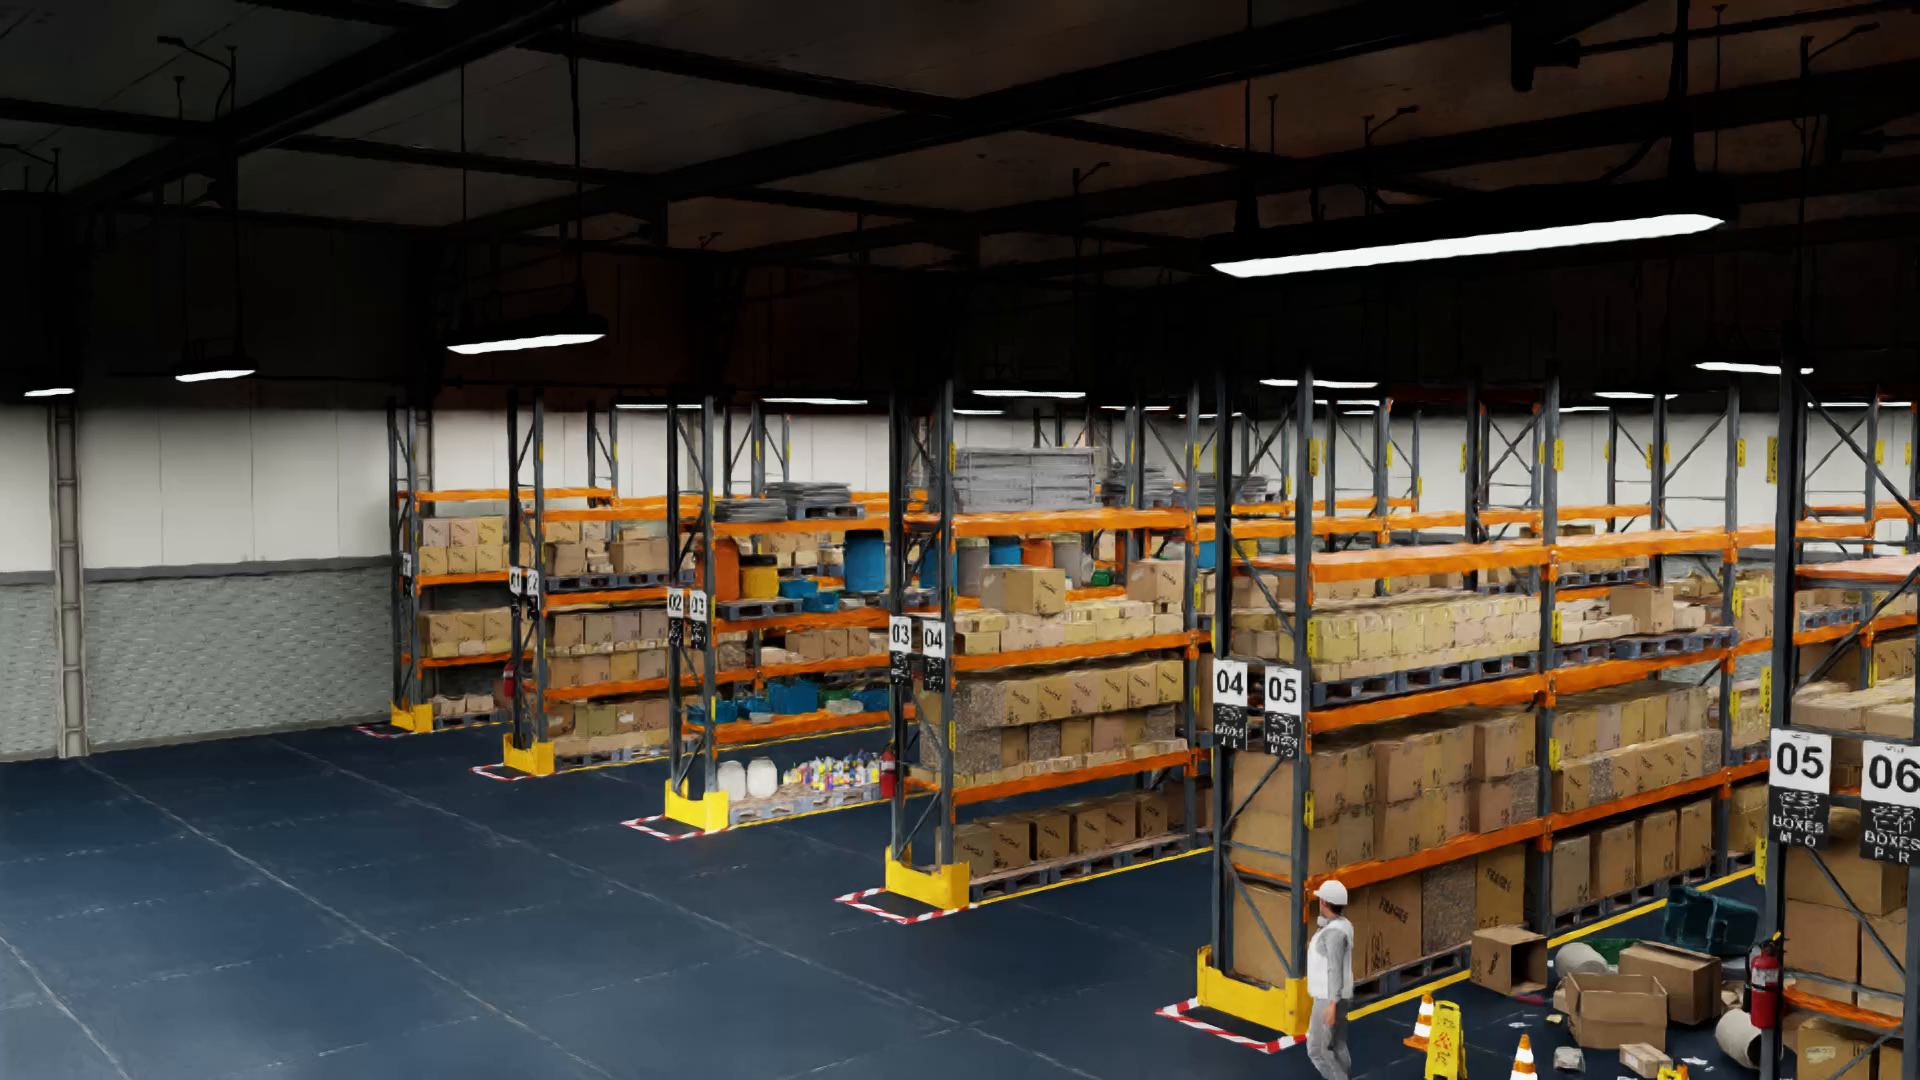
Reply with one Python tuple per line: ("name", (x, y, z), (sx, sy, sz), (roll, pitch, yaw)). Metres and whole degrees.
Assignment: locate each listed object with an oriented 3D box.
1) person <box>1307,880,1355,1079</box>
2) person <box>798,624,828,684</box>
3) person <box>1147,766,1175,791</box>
("person", (2.881, 3.519, 12.843), (0.399, 1.767, 0.643), (1, 4, 19))
("person", (-2.899, 2.411, 32.339), (1.111, 1.725, 0.600), (-3, 4, -41))
("person", (2.742, 2.935, 23.340), (1.118, 1.706, 0.566), (-3, 4, -37))
